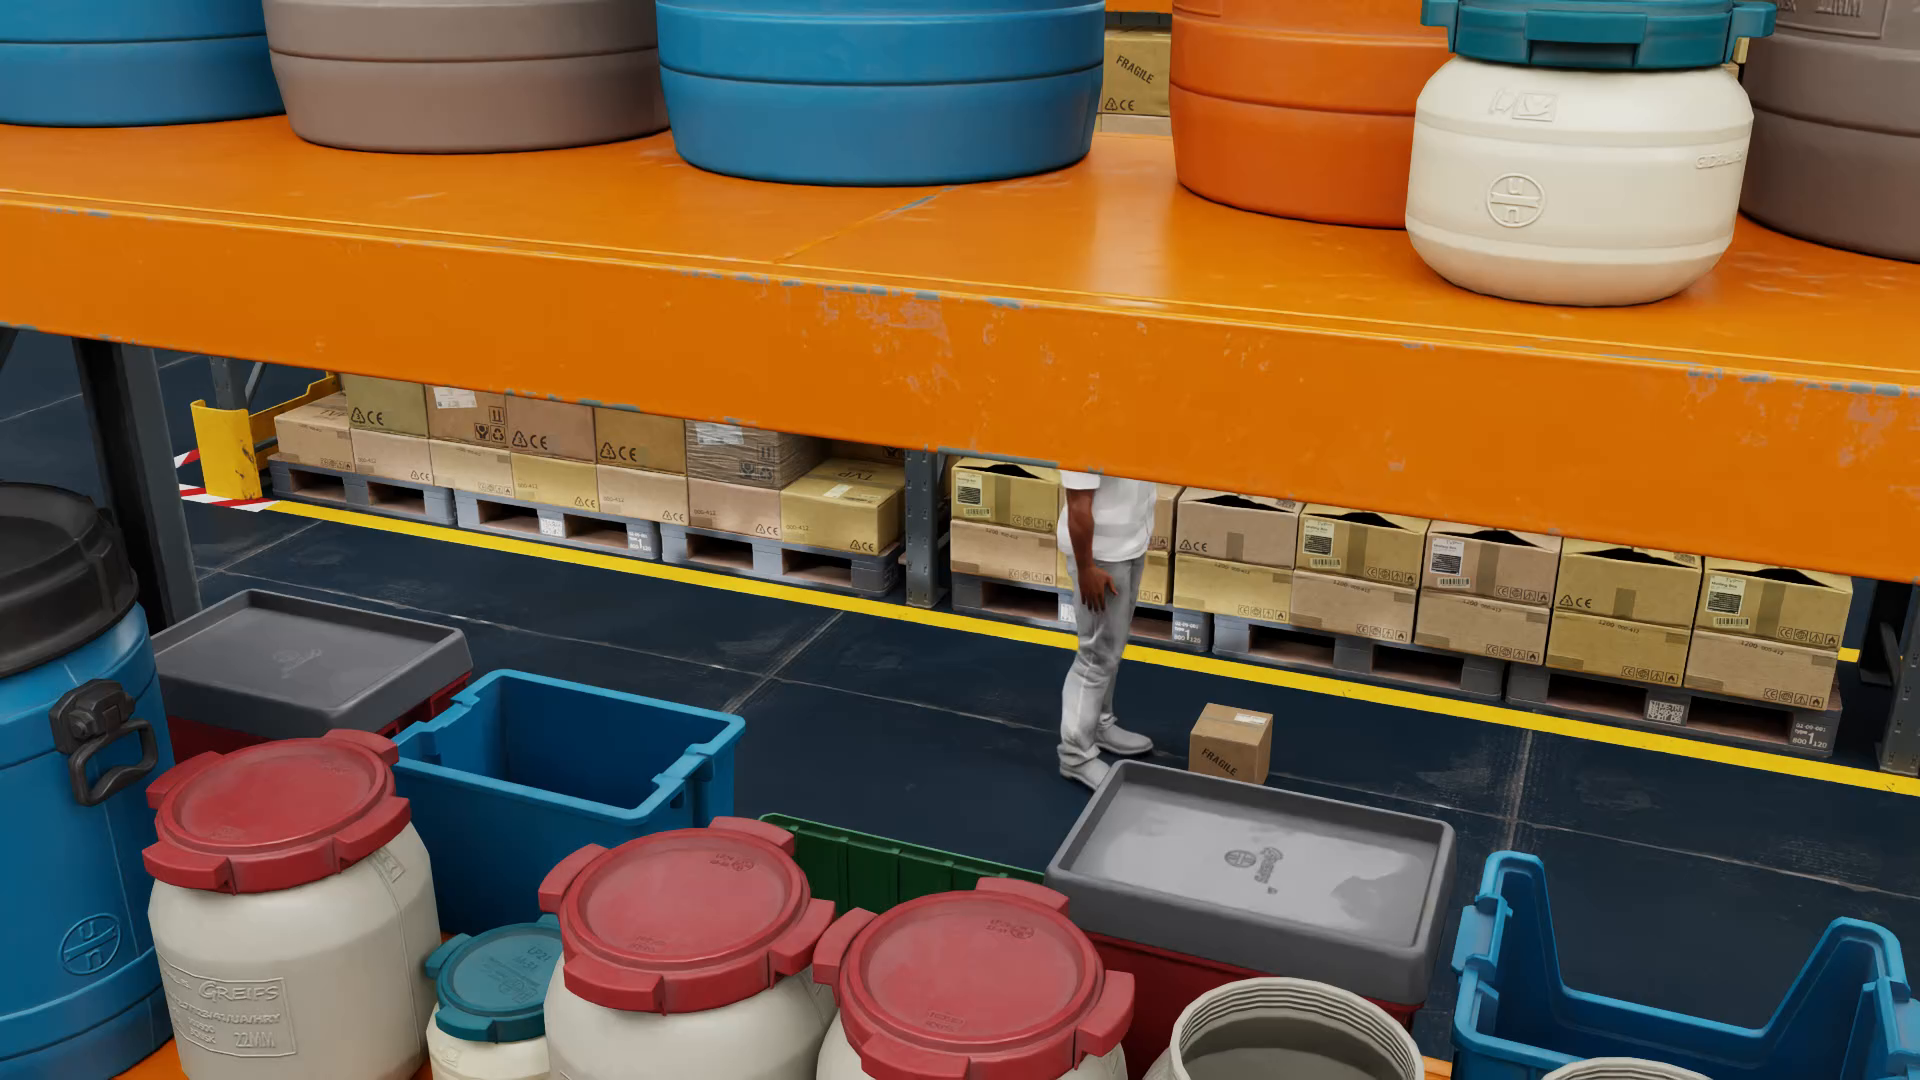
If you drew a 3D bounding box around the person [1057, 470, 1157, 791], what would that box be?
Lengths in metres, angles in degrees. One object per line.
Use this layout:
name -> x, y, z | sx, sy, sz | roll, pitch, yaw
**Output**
person -> 0.541, 0.014, 6.025 | 0.368, 1.767, 0.569 | 8, 24, 20
